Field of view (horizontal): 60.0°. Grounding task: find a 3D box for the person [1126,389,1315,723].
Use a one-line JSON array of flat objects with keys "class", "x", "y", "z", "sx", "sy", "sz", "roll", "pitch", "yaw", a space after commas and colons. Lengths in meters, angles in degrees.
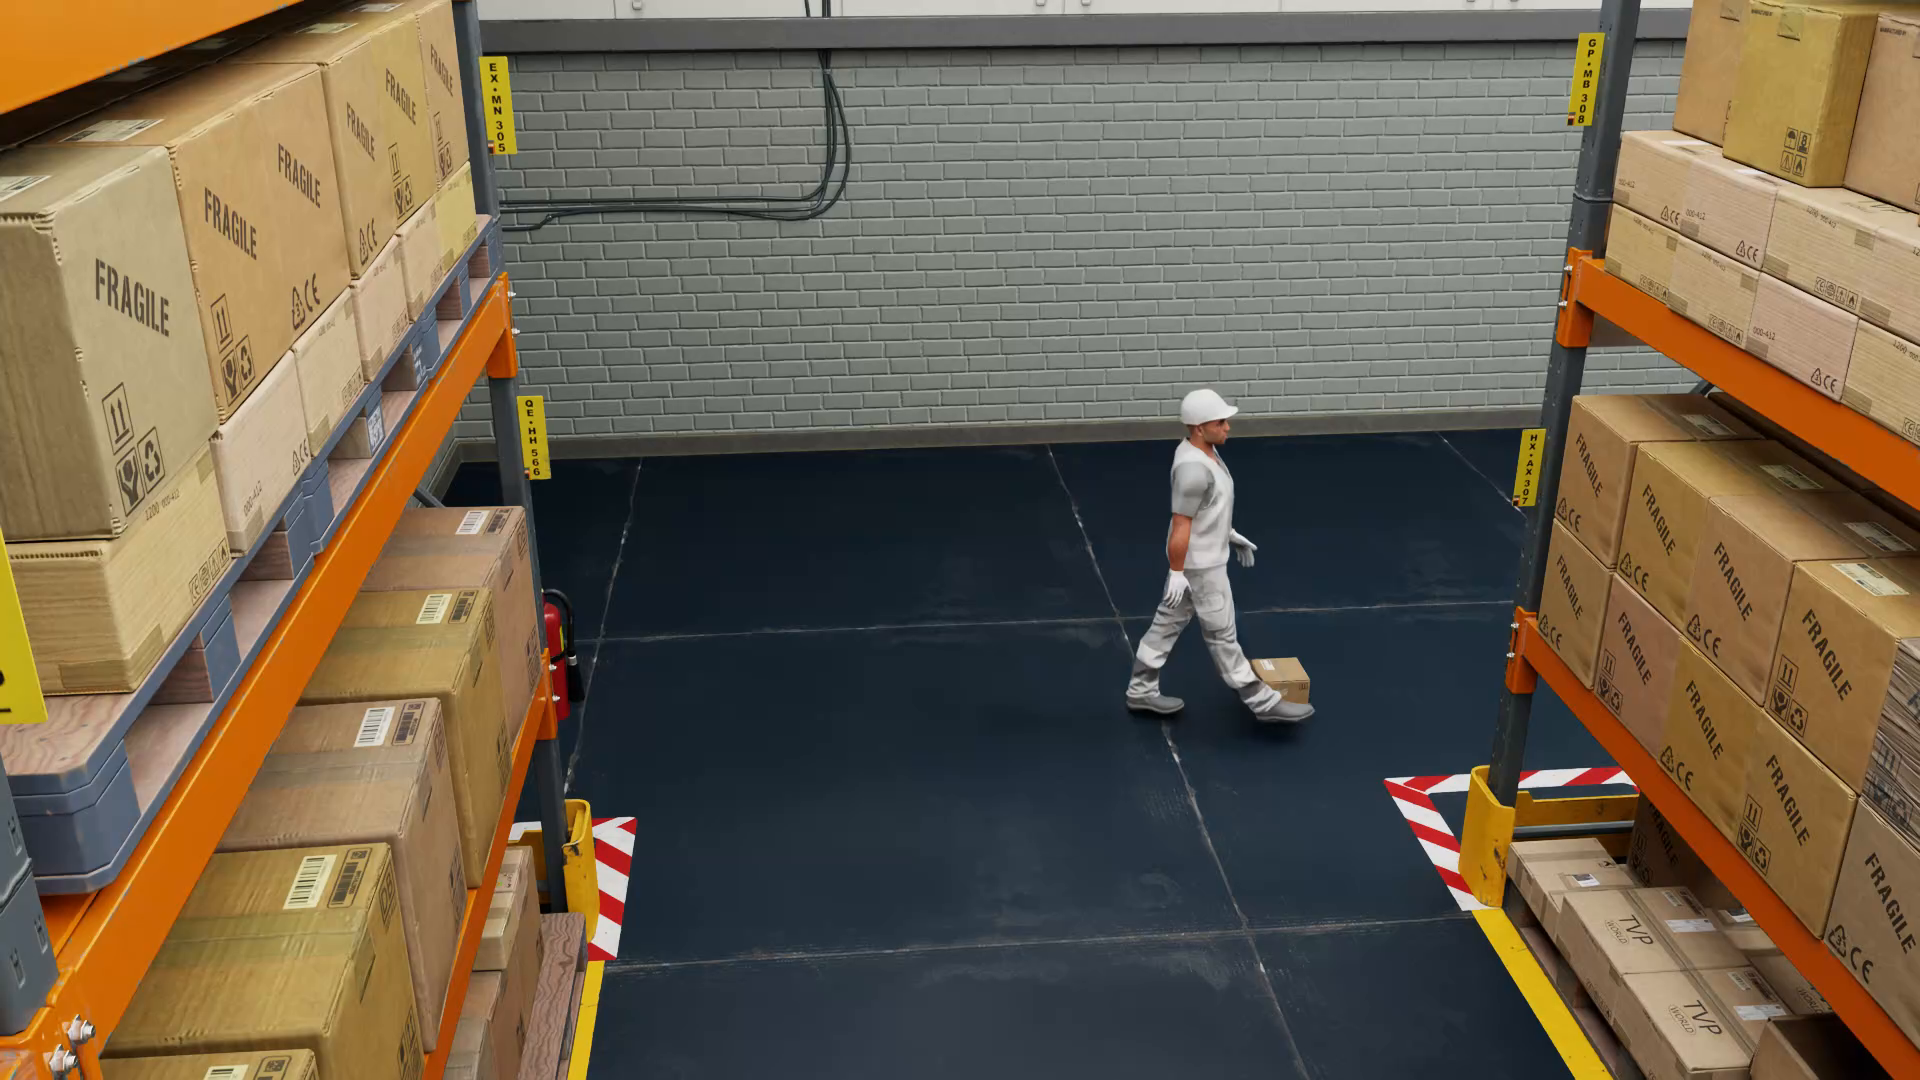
[{"class": "person", "x": 1.339, "y": 0.089, "z": 8.317, "sx": 0.950, "sy": 1.752, "sz": 0.552, "roll": 2, "pitch": 24, "yaw": 5}]
